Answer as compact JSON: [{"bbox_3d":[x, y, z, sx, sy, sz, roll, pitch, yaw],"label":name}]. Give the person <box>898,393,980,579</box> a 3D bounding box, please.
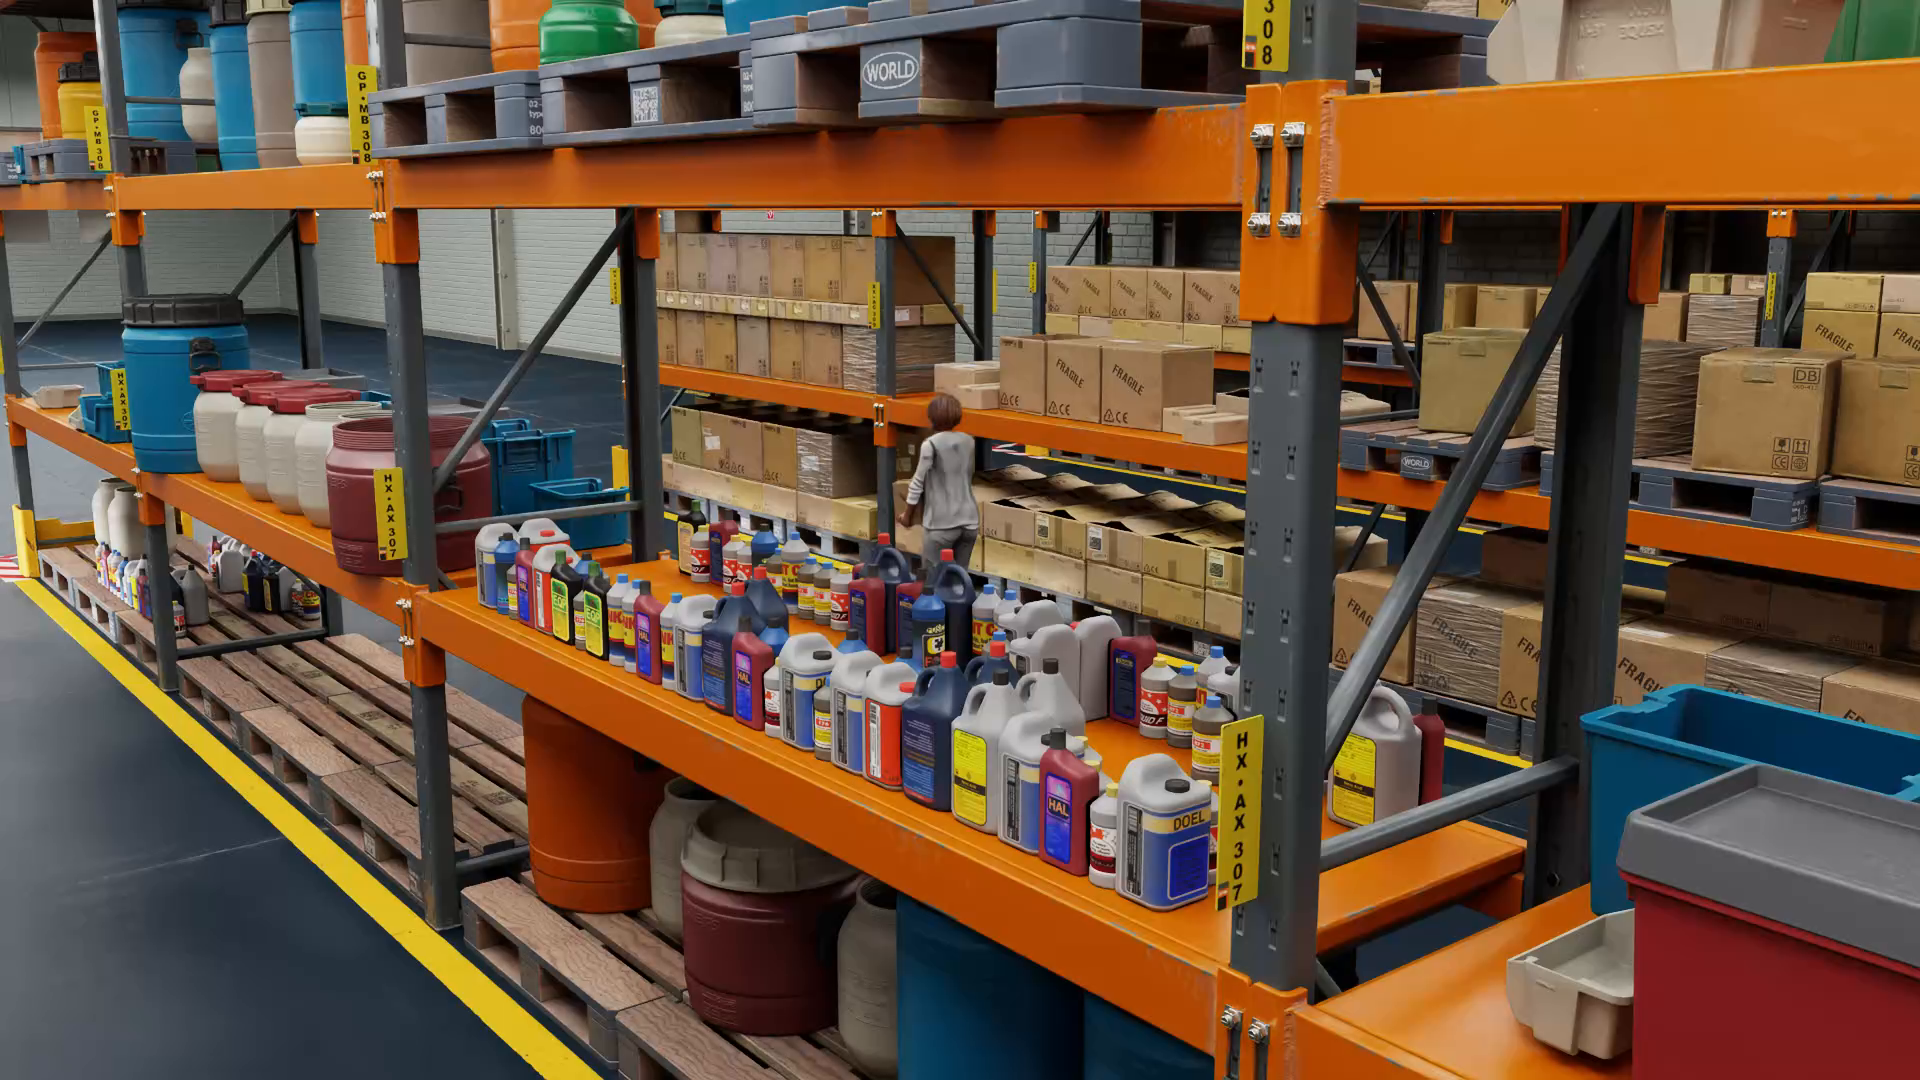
[{"bbox_3d":[-0.115,-0.082,9.892,0.374,1.598,0.505,-9,14,-38],"label":"person"}]
